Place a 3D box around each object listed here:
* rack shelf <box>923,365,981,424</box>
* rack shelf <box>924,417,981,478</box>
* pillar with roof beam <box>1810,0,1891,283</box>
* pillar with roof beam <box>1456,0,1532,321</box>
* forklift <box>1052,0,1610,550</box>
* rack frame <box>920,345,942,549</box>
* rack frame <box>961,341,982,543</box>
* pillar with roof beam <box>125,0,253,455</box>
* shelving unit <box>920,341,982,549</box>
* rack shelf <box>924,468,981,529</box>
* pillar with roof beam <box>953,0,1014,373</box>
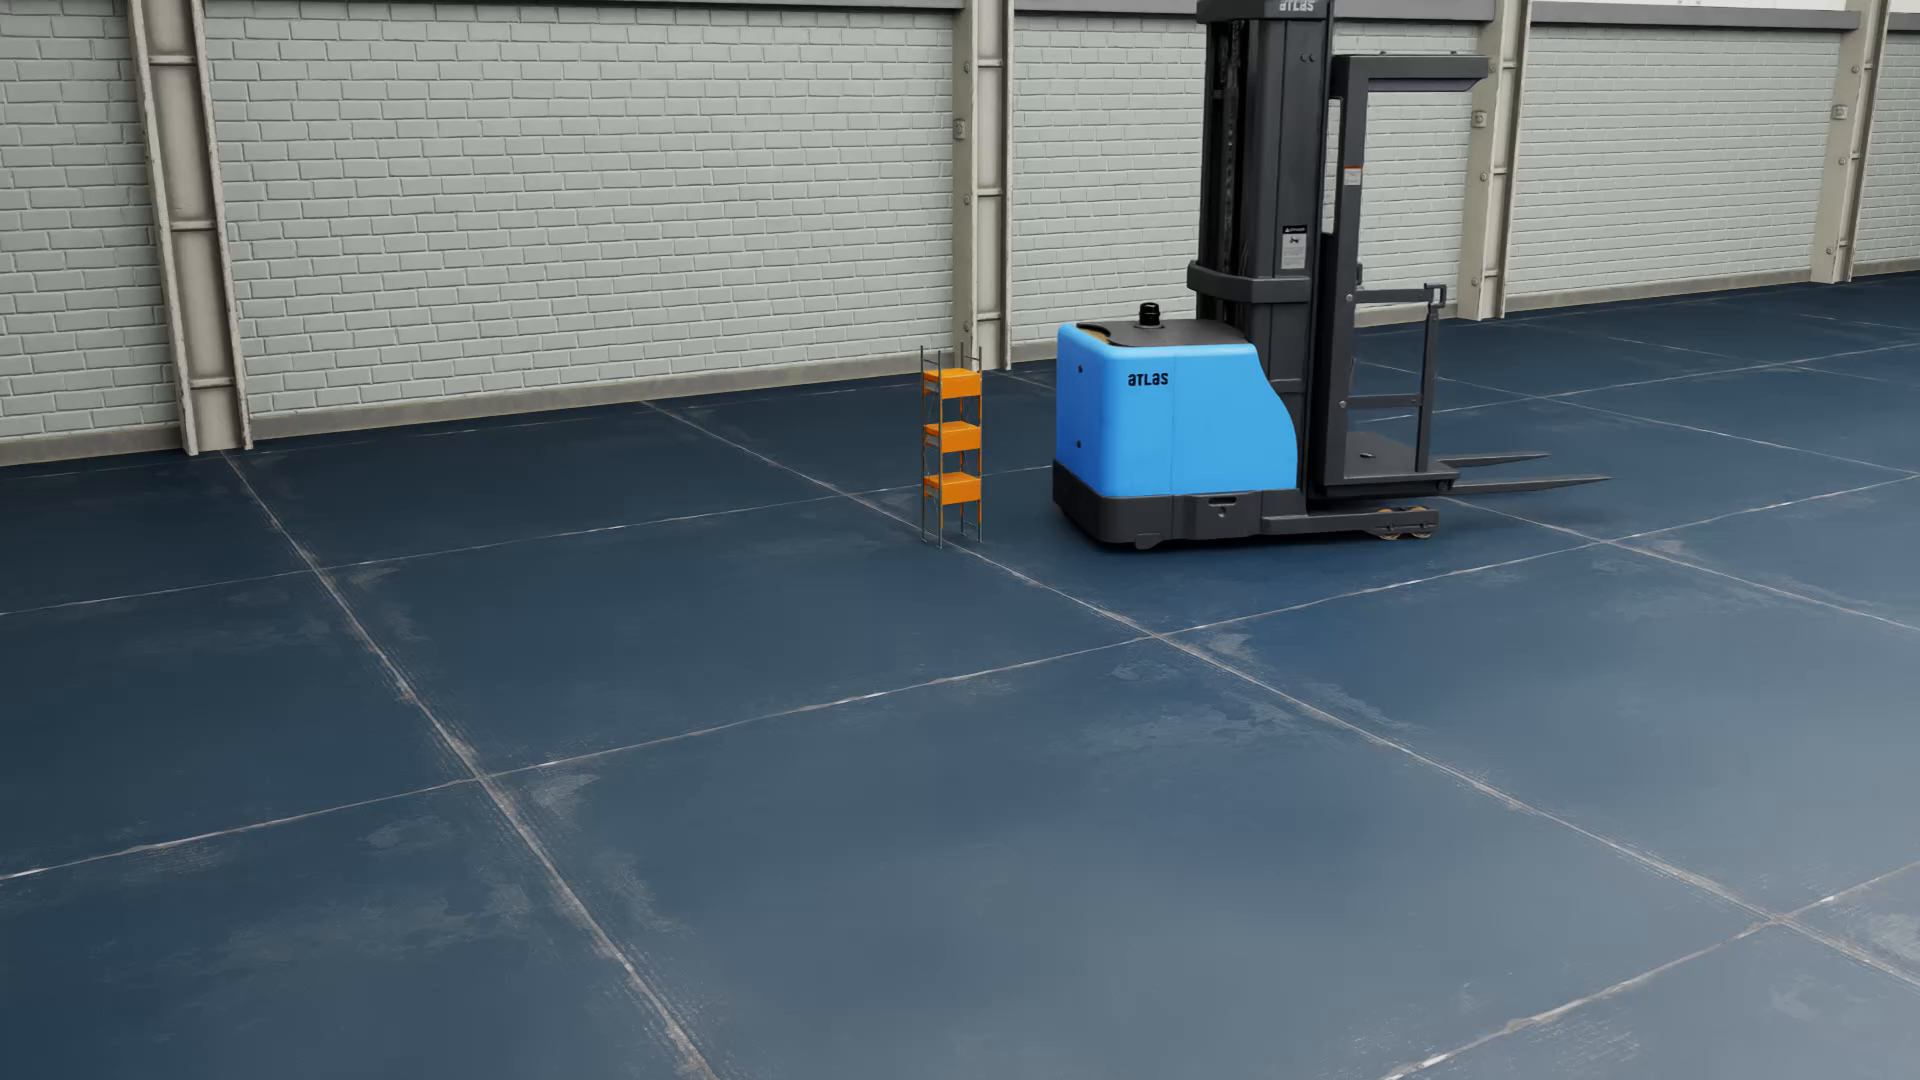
[{"bbox_3d":[-0.046,-0.761,8.668,0.240,0.259,0.215,-9,18,-30],"label":"rack shelf"},{"bbox_3d":[-0.046,-0.488,8.744,0.240,0.259,0.215,-9,18,-30],"label":"rack shelf"},{"bbox_3d":[12.690,-6.455,15.266,0.400,9.000,9.100,-9,18,-30],"label":"pillar with roof beam"},{"bbox_3d":[7.547,-5.621,12.291,0.400,9.000,9.100,-9,18,-30],"label":"pillar with roof beam"},{"bbox_3d":[2.098,-1.545,8.991,3.031,2.935,1.130,-3,16,-12],"label":"forklift"},{"bbox_3d":[-0.150,-0.481,8.681,0.008,1.050,0.200,-9,18,-30],"label":"rack frame"},{"bbox_3d":[0.059,-0.515,8.802,0.008,1.050,0.200,-9,18,-30],"label":"rack frame"},{"bbox_3d":[-2.739,-3.953,6.340,0.400,9.000,9.100,-9,18,-30],"label":"pillar with roof beam"},{"bbox_3d":[-0.046,-0.498,8.742,0.252,1.050,0.215,-9,18,-30],"label":"shelving unit"},{"bbox_3d":[-0.046,-0.220,8.819,0.240,0.259,0.215,-9,18,-30],"label":"rack shelf"},{"bbox_3d":[2.404,-4.787,9.316,0.400,9.000,9.100,-9,18,-30],"label":"pillar with roof beam"}]
